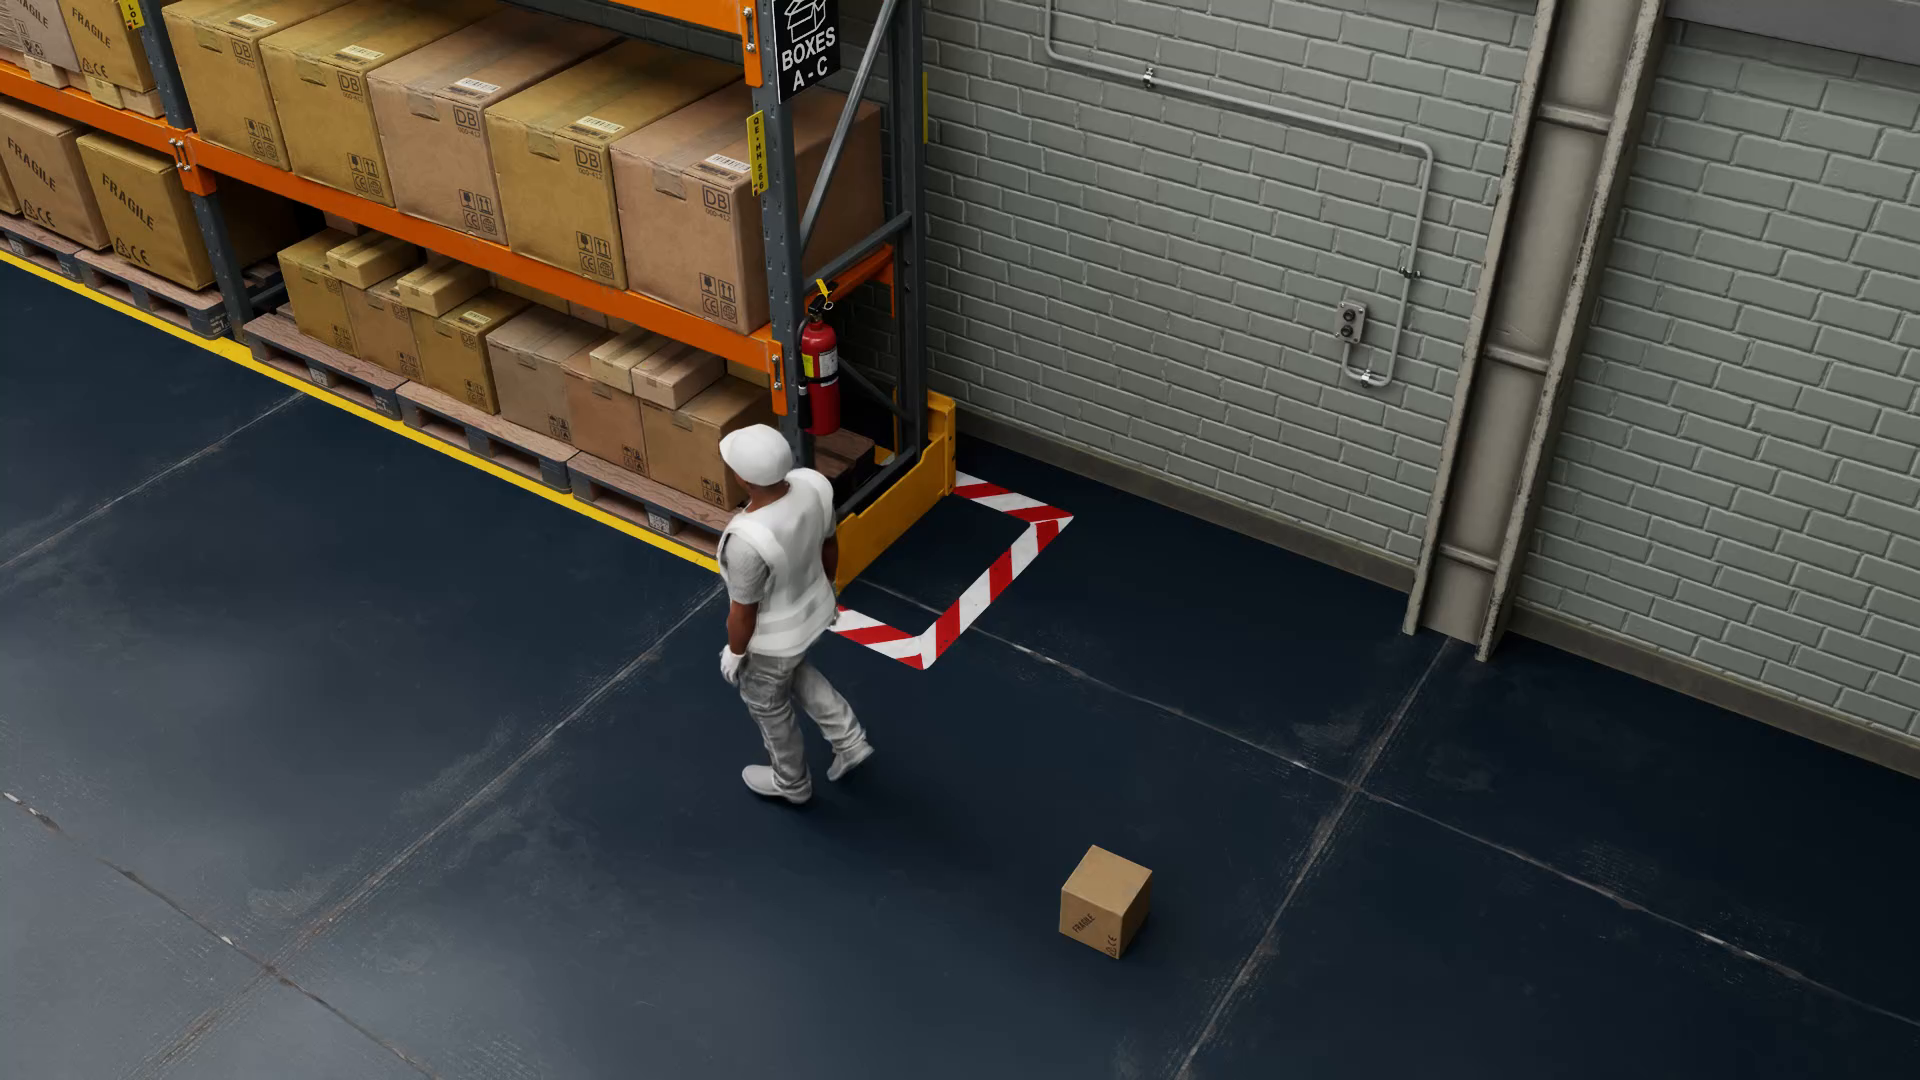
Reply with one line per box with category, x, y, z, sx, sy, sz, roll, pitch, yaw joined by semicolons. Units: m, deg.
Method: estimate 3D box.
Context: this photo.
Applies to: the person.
person;-0.625;0.318;6.215;0.526;1.777;0.563;19;42;22
